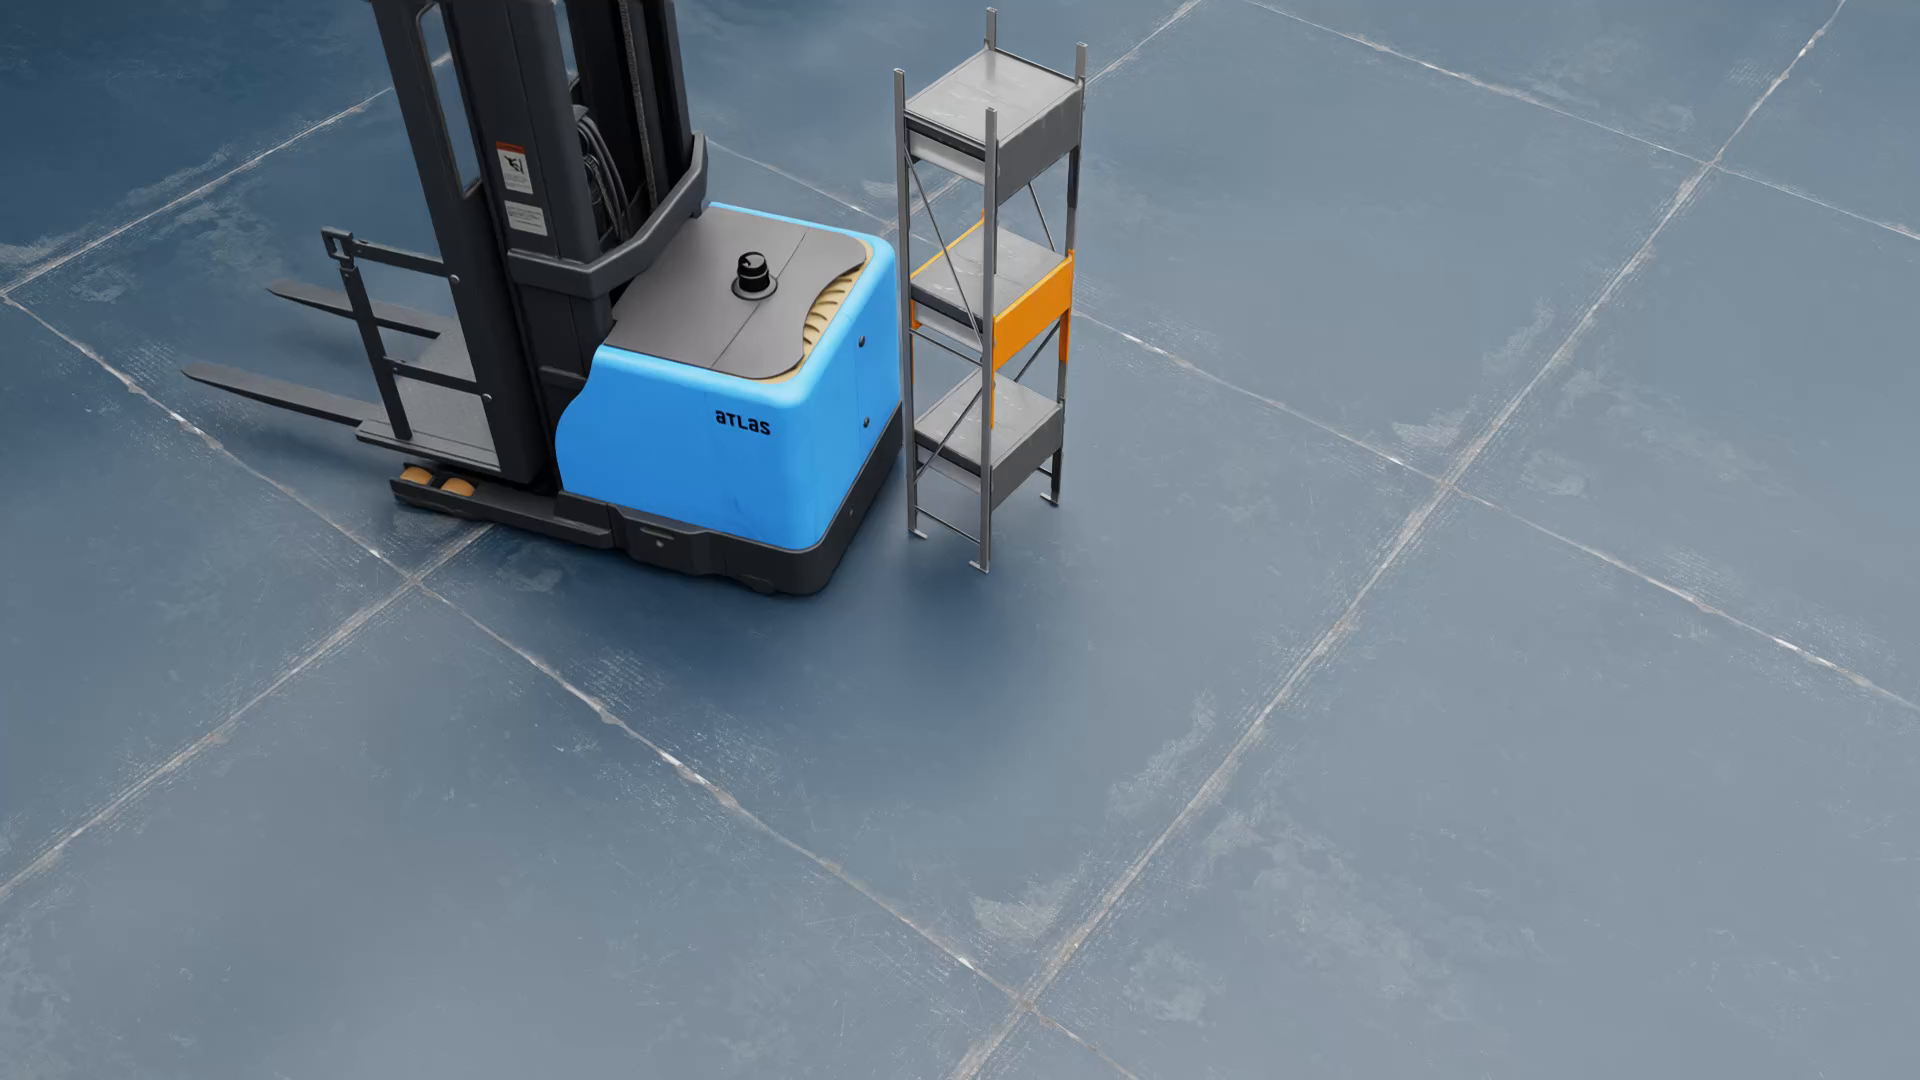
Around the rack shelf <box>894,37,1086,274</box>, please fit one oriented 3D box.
[{"bbox_3d":[0.101,-1.294,5.585,0.431,0.518,0.480,29,53,25],"label":"rack shelf"}]

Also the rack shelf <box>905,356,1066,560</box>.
[{"bbox_3d":[0.101,-0.327,6.597,0.431,0.518,0.480,29,53,25],"label":"rack shelf"}]

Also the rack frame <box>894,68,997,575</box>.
[{"bbox_3d":[-0.048,-0.680,5.948,0.400,2.100,0.015,29,53,25],"label":"rack frame"}]

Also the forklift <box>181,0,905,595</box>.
[{"bbox_3d":[-1.807,-1.449,6.107,3.031,2.935,1.130,14,48,13],"label":"forklift"}]

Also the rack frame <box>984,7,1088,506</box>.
[{"bbox_3d":[0.250,-0.960,6.215,0.400,2.100,0.015,29,53,25],"label":"rack frame"}]

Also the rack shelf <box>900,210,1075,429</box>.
[{"bbox_3d":[0.101,-0.811,6.091,0.431,0.518,0.480,29,53,25],"label":"rack shelf"}]

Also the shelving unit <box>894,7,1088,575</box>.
[{"bbox_3d":[0.101,-0.820,6.081,0.431,2.100,0.503,29,53,25],"label":"shelving unit"}]
